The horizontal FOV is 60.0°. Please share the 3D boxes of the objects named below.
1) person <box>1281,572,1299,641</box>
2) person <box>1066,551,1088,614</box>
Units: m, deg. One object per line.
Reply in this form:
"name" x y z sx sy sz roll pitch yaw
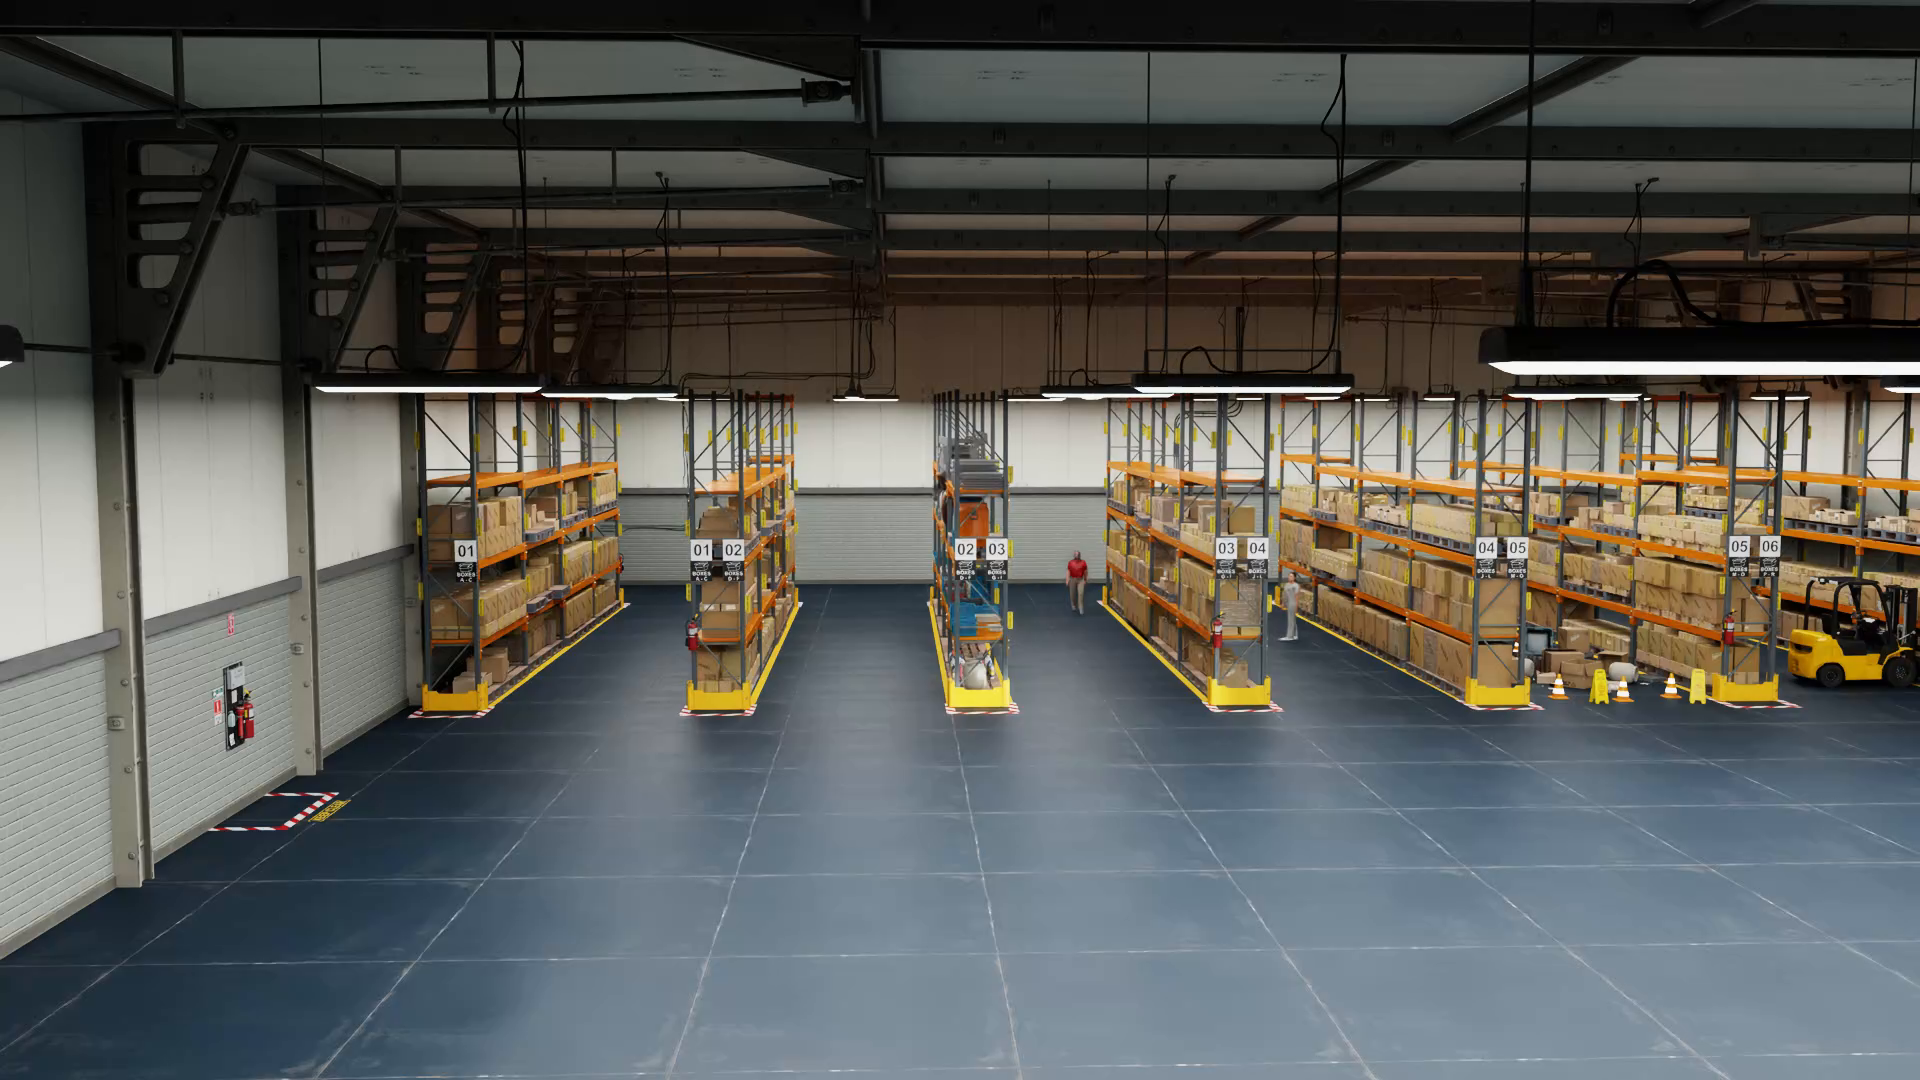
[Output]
"person" 7.989 1.596 40.387 0.488 1.670 0.450 -1 5 -10
"person" 3.212 1.143 45.694 0.599 1.683 0.960 0 5 2
